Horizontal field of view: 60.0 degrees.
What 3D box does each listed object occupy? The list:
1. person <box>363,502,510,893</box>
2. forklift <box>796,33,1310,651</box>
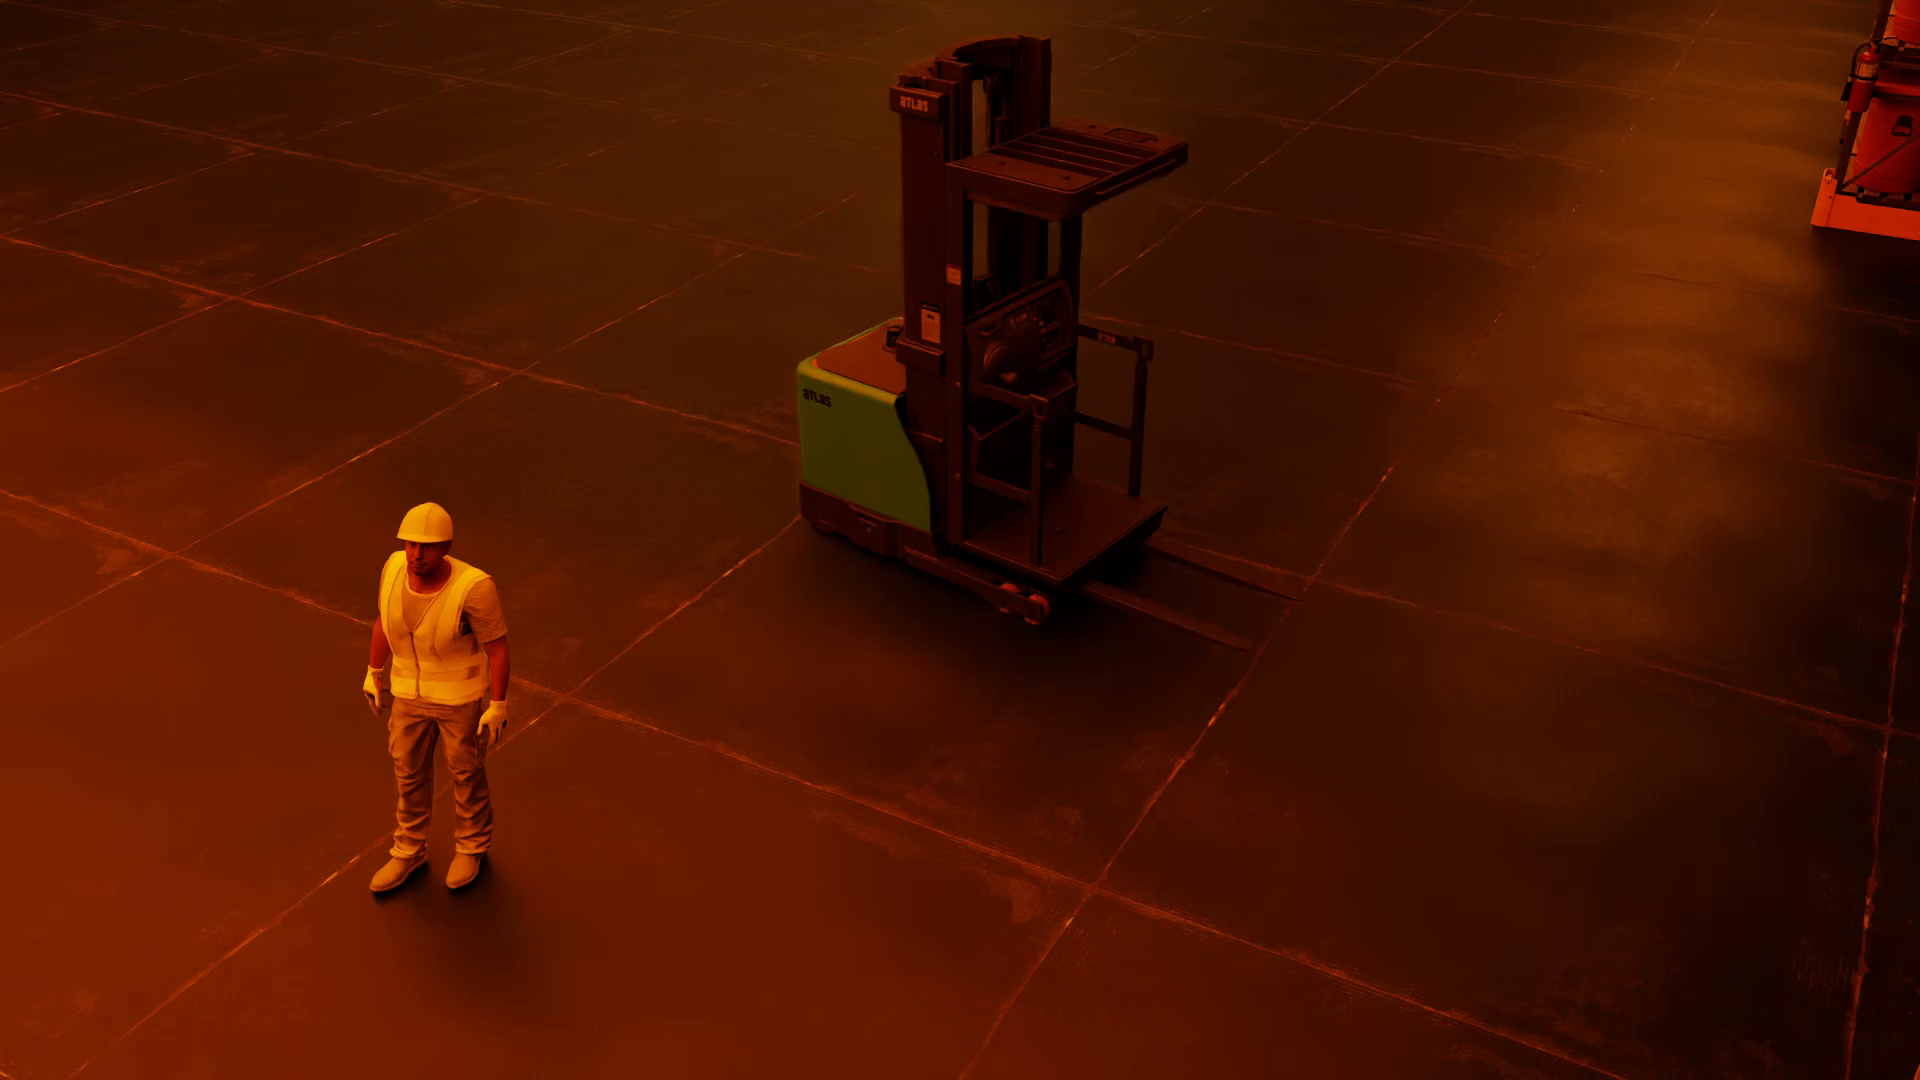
[{"bbox_3d":[-2.232,0.689,7.012,0.655,1.782,0.577,8,31,14],"label":"person"},{"bbox_3d":[0.504,-1.102,8.980,3.031,2.935,1.130,21,36,32],"label":"forklift"}]
